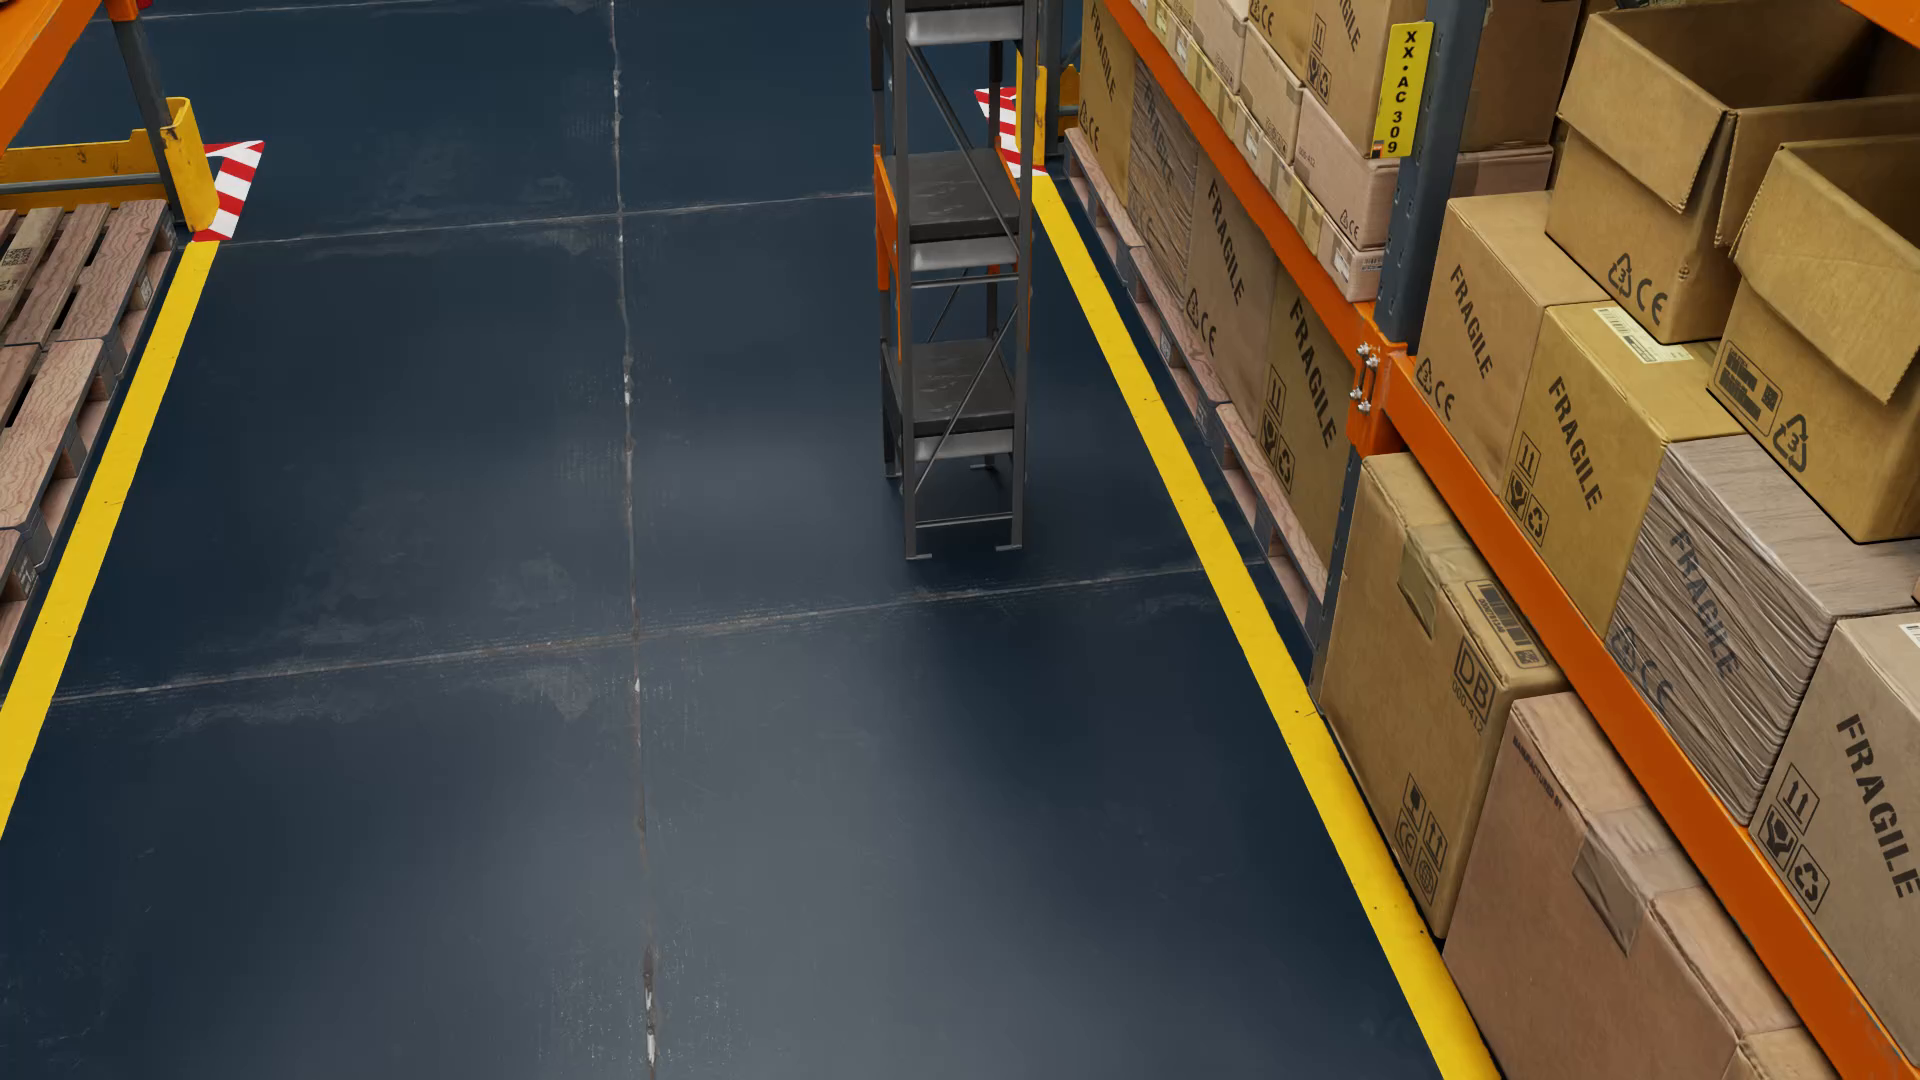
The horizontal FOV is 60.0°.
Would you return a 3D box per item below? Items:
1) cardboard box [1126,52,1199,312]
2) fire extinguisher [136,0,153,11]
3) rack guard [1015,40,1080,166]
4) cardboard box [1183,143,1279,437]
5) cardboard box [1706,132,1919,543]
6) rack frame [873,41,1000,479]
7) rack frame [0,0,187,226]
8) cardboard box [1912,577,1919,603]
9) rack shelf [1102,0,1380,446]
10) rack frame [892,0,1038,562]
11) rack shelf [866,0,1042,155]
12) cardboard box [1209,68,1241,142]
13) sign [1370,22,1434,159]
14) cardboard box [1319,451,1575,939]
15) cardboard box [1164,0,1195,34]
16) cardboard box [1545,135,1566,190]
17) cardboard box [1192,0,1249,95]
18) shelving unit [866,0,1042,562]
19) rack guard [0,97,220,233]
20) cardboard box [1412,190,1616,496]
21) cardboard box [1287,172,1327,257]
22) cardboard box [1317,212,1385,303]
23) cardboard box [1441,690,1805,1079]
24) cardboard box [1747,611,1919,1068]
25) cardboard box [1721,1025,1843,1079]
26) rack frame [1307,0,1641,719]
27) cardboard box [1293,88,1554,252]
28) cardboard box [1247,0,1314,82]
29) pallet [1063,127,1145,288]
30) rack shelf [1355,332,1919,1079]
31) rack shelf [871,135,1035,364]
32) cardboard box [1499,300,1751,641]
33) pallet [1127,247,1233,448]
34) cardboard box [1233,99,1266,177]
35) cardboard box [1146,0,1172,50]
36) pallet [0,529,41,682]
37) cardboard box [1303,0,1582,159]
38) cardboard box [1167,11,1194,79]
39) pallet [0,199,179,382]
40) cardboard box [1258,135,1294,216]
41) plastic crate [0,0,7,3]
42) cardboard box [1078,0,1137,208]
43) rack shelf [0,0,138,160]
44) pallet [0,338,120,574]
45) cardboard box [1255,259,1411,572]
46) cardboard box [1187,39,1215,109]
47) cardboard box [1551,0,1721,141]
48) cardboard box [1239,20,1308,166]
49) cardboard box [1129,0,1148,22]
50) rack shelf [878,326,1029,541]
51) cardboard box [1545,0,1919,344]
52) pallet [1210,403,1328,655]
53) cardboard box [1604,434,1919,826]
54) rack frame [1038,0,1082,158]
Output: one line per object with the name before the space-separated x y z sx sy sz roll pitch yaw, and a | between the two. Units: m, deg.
cardboard box | 1.226 -1.549 6.688 0.875 0.875 0.875 -6 38 -8
fire extinguisher | -3.580 -2.579 6.992 0.296 0.674 0.183 -6 38 -8
rack guard | 0.871 -2.177 8.145 1.175 0.500 0.348 -6 38 -8
cardboard box | 1.382 -1.011 5.996 0.875 0.875 0.875 -6 38 -8
cardboard box | 1.805 -0.369 2.880 0.797 0.503 0.637 -6 38 -7
rack frame | -0.072 -1.077 5.424 0.400 2.100 0.015 -6 38 -8
rack frame | -4.001 -2.617 6.673 1.000 3.000 0.127 -6 38 -8
cardboard box | 1.930 0.005 2.399 0.797 0.503 0.637 -5 38 -6
rack shelf | 1.226 -1.657 6.025 1.077 0.370 4.000 -6 38 -8
rack frame | 0.014 -0.782 5.045 0.400 2.100 0.015 -6 38 -8
rack shelf | -0.029 -1.471 4.813 0.431 0.518 0.480 -6 38 -8
cardboard box | 1.020 -1.405 5.318 0.380 0.149 0.250 -6 38 -7
sign | 1.030 -1.046 3.881 0.100 0.325 0.005 -6 38 -8
cardboard box | 1.708 0.324 4.277 1.225 0.875 0.875 -6 38 -8
cardboard box | 0.972 -1.957 5.704 0.500 0.250 0.500 -7 38 -9
cardboard box | 1.752 -1.104 4.606 0.500 0.250 0.500 -7 38 -9
cardboard box | 1.058 -1.651 5.310 0.500 0.250 0.500 -5 38 -7
shelving unit | -0.029 -0.929 5.235 0.431 2.100 0.503 -6 38 -8
rack guard | -4.018 -1.643 7.457 1.175 0.500 0.348 -6 38 -8
cardboard box | 1.411 -0.468 3.826 0.500 0.500 0.500 -6 38 -8
cardboard box | 1.155 -0.939 4.719 0.380 0.149 0.250 -6 38 -7
cardboard box | 1.201 -0.783 4.518 0.380 0.149 0.250 -6 38 -8
cardboard box | 1.866 0.864 3.583 1.225 0.875 0.875 -7 38 -10
cardboard box | 1.683 0.449 2.646 0.500 0.500 0.500 -6 38 -7
cardboard box | 2.029 1.397 2.896 1.225 0.875 0.875 -6 38 -8
rack frame | 1.576 -0.734 4.249 1.000 3.000 0.127 -6 38 -8
cardboard box | 1.241 -1.030 4.511 0.500 0.250 0.500 -7 38 -9
cardboard box | 1.149 -1.640 4.684 0.500 0.500 0.500 -6 38 -7
pallet | 1.092 -1.574 7.604 1.003 0.211 1.213 -6 38 -8
rack shelf | 1.927 0.759 2.915 1.077 0.370 4.000 -6 38 -8
rack shelf | -0.029 -0.918 5.243 0.431 0.518 0.480 -6 38 -8
cardboard box | 1.500 -0.165 3.436 0.500 0.500 0.500 -6 38 -8
pallet | 1.303 -0.839 6.657 1.003 0.211 1.213 -6 38 -8
cardboard box | 1.065 -1.249 5.118 0.380 0.149 0.250 -6 38 -7
cardboard box | 0.884 -1.872 5.919 0.380 0.149 0.250 -7 38 -9
pallet | -3.467 0.460 4.985 1.003 0.211 1.213 -6 38 -8
cardboard box | 1.233 -1.337 4.294 0.500 0.500 0.500 -5 38 -7
cardboard box | 0.931 -1.713 5.715 0.380 0.149 0.250 -6 38 -7
pallet | -3.895 -1.013 6.882 1.003 0.211 1.213 -6 38 -8
cardboard box | 1.110 -1.094 4.918 0.380 0.149 0.250 -7 38 -9
plastic crate | -3.680 -2.063 6.127 0.396 0.136 0.243 -6 38 -8
cardboard box | 1.066 -2.098 7.396 0.875 0.875 0.875 -6 38 -8
rack shelf | -3.650 -1.125 5.339 1.077 0.370 4.000 -6 38 -8
pallet | -3.684 -0.278 5.936 1.003 0.211 1.213 -6 38 -8
cardboard box | 1.540 -0.468 5.296 0.875 0.875 0.875 -6 38 -8
cardboard box | 0.975 -1.559 5.517 0.380 0.149 0.250 -7 38 -9
cardboard box | 1.744 -1.405 4.382 0.500 0.500 0.500 -6 38 -8
cardboard box | 1.148 -1.343 4.913 0.500 0.250 0.500 -5 38 -7
cardboard box | 0.840 -2.024 6.115 0.380 0.149 0.250 -7 38 -8
rack shelf | -0.029 -0.366 5.672 0.431 0.518 0.480 -6 38 -8
cardboard box | 1.697 -0.784 3.415 0.797 0.503 0.637 -7 38 -9
pallet | 1.520 -0.100 5.707 1.003 0.211 1.213 -6 38 -8
cardboard box | 1.587 0.138 3.046 0.500 0.500 0.500 -7 38 -9
rack frame | 0.875 -3.150 7.359 1.000 3.000 0.127 -6 38 -8
